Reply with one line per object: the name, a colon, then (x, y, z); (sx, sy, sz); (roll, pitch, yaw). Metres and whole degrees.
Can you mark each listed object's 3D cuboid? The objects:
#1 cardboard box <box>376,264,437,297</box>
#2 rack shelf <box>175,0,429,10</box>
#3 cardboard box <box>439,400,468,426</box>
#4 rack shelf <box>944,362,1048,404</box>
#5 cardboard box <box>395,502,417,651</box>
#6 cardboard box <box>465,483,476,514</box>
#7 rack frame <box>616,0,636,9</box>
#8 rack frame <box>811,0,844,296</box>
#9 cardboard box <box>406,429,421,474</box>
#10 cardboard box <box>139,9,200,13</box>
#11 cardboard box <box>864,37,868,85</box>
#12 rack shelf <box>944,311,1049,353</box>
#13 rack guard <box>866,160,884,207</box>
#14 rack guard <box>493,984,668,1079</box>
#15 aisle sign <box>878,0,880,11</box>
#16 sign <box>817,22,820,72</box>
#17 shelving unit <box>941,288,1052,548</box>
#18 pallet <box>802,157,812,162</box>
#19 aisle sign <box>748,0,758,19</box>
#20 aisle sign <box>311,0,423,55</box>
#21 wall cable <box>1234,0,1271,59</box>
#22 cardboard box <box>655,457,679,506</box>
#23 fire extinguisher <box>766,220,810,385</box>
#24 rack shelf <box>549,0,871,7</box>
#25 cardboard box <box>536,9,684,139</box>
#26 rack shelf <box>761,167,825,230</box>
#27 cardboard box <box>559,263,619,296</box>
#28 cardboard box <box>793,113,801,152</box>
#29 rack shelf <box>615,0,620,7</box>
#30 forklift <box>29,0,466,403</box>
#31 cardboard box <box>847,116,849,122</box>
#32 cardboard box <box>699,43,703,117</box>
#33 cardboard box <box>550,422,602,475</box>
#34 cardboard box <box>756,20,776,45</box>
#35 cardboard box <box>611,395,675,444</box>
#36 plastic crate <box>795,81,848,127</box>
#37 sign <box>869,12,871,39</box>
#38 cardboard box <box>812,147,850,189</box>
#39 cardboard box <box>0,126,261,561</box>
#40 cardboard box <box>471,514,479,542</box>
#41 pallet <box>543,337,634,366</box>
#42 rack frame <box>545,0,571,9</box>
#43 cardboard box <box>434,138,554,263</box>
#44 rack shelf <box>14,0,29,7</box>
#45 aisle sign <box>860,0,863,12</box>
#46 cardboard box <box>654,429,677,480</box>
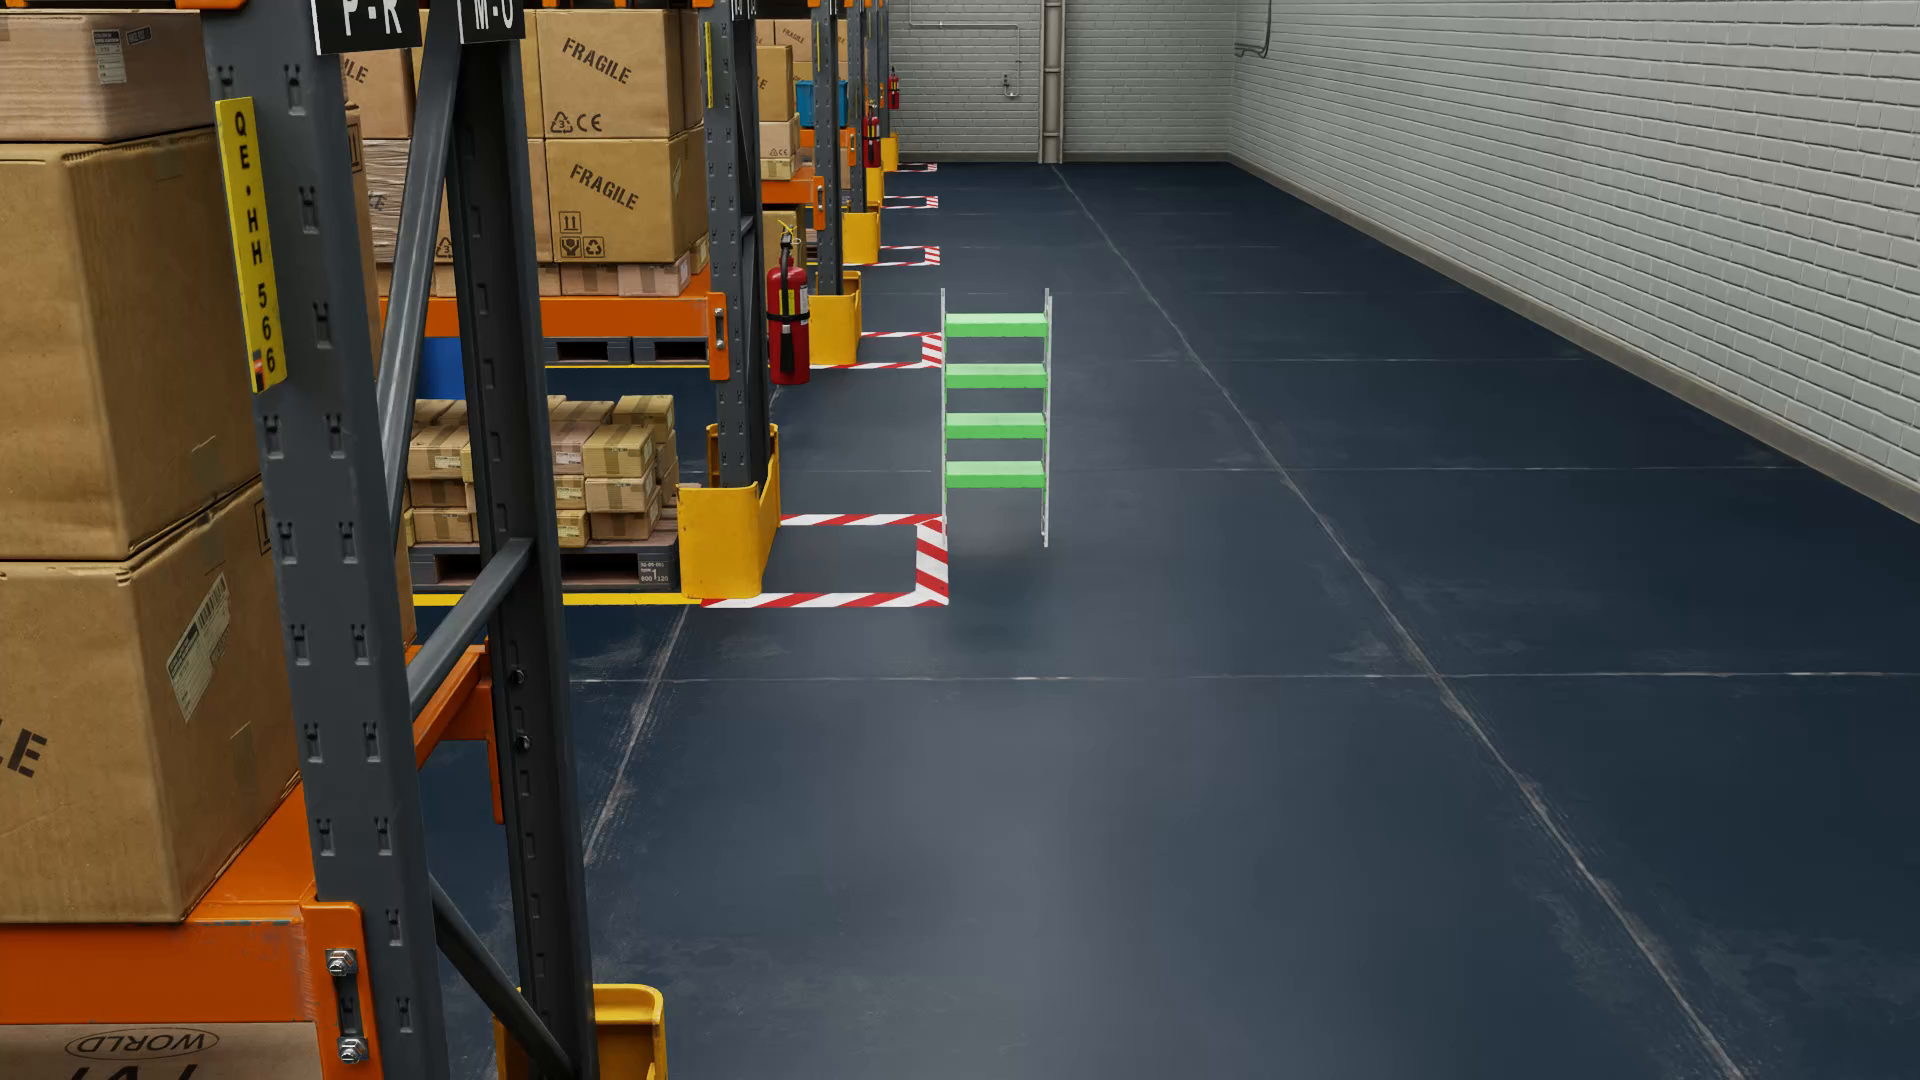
cardboard box: (-2.322, -1.146, 7.121); (0.250, 0.149, 0.380); (-1, 18, -3)
rack shelf: (-2.802, -0.914, 2.255); (4.000, 0.370, 1.077); (0, 18, -1)
cardboard box: (-2.285, -0.550, 7.857); (0.250, 0.149, 0.380); (-1, 18, -4)
rack shelf: (0.166, -0.740, 7.813); (0.480, 0.148, 0.258); (0, 18, -1)
cardboard box: (-1.287, 0.029, 2.884); (0.500, 0.500, 0.500); (0, 18, -1)
cardboard box: (-2.025, -0.241, 7.381); (0.250, 0.149, 0.380); (-1, 18, -3)
rack frame: (-5.193, -7.384, 26.156); (0.127, 3.000, 1.000); (0, 18, -1)
rack frame: (-0.959, -2.865, 12.068); (0.127, 3.000, 1.000); (0, 18, -1)
cardboard box: (-2.544, -0.372, 7.301); (0.250, 0.149, 0.380); (0, 18, 1)
cardboard box: (-2.991, -1.926, 6.852); (0.500, 0.500, 0.500); (-1, 18, -3)
cardboard box: (-1.703, -7.541, 26.153); (0.700, 0.700, 0.980); (1, 18, 2)
rack shelf: (0.166, -0.968, 7.740); (0.480, 0.148, 0.258); (0, 18, -1)
rack guard: (-1.188, -4.700, 21.880); (0.348, 0.500, 1.175); (0, 18, -1)
rack guard: (-0.779, 1.352, 3.015); (0.348, 0.500, 1.175); (0, 18, -1)
aisle sign: (-1.048, -7.218, 21.383); (0.004, 0.787, 0.394); (0, 18, -1)
sign: (-0.964, -3.363, 11.338); (0.005, 0.325, 0.100); (0, 18, -1)
shelving unit: (0.166, -0.572, 7.867); (0.503, 1.200, 0.258); (0, 18, -1)
pallet: (-1.992, -6.048, 26.556); (1.213, 0.211, 1.003); (0, 18, -1)
aisle sign: (-0.913, -2.679, 7.234); (0.004, 0.787, 0.394); (0, 18, -1)
aisle sign: (-0.726, -0.982, 1.942); (0.004, 0.787, 0.394); (0, 18, -1)
wall cable: (4.467, -8.700, 25.519); (0.112, 2.526, 3.097); (0, 18, -1)
cardboard box: (-1.511, -0.287, 8.012); (0.250, 0.149, 0.380); (0, 18, 0)
fire extinguisher: (-0.723, -0.996, 6.977); (0.183, 0.674, 0.296); (0, 18, -1)
rack shelf: (-3.111, -6.967, 21.121); (4.000, 0.370, 1.077); (0, 18, -1)
cardboard box: (-1.435, -1.937, 6.887); (0.500, 0.500, 0.500); (-1, 18, -2)
rack shelf: (-2.959, -2.513, 12.148); (4.000, 0.370, 1.077); (0, 18, -1)
cardboard box: (-1.553, -1.152, 7.141); (0.250, 0.149, 0.380); (0, 18, -1)
cardboard box: (-1.443, -3.015, 12.295); (0.500, 0.250, 0.500); (-1, 18, -2)
rack shelf: (-7.193, -8.460, 25.778); (4.000, 0.370, 1.077); (0, 18, -1)
forklift: (-4.124, -1.858, 9.040); (3.031, 2.935, 1.130); (3, 18, 9)
cardboard box: (-1.770, -6.750, 26.521); (0.250, 0.149, 0.380); (0, 18, 0)
cardboard box: (-1.943, -3.370, 12.173); (0.500, 0.500, 0.500); (-1, 18, -2)
cardboard box: (-1.759, -0.412, 7.426); (0.250, 0.149, 0.380); (0, 18, 0)
cardboard box: (-2.576, -6.322, 21.043); (0.500, 0.500, 0.500); (0, 18, 1)
cardboard box: (-1.511, -0.577, 7.940); (0.250, 0.149, 0.380); (-1, 18, -3)
plastic crate: (-1.369, -4.364, 16.586); (0.499, 0.435, 0.616); (0, 18, -1)
sign: (-1.123, -6.423, 20.746); (0.005, 0.325, 0.100); (0, 18, -1)
cardboard box: (-1.651, -4.832, 21.572); (0.500, 0.500, 0.500); (0, 18, -1)
cardboard box: (-1.281, -0.287, 2.231); (0.500, 0.500, 0.500); (0, 18, 1)
cardboard box: (-2.026, -0.119, 7.487); (0.250, 0.149, 0.380); (0, 18, -1)
pallet: (-2.974, -1.504, 12.392); (1.213, 0.211, 1.003); (0, 18, -1)
rack frame: (-5.111, -5.871, 21.440); (0.127, 3.000, 1.000); (0, 18, -1)
cardboard box: (-1.942, -1.457, 7.029); (0.500, 0.500, 0.500); (-1, 18, -2)
rack shelf: (-7.036, -5.435, 16.345); (4.000, 0.370, 1.077); (0, 18, -1)
aisle sign: (-0.961, -5.526, 16.109); (0.004, 0.787, 0.394); (0, 18, -1)
cardboard box: (-1.510, -0.410, 7.907); (0.250, 0.149, 0.380); (0, 18, 1)
